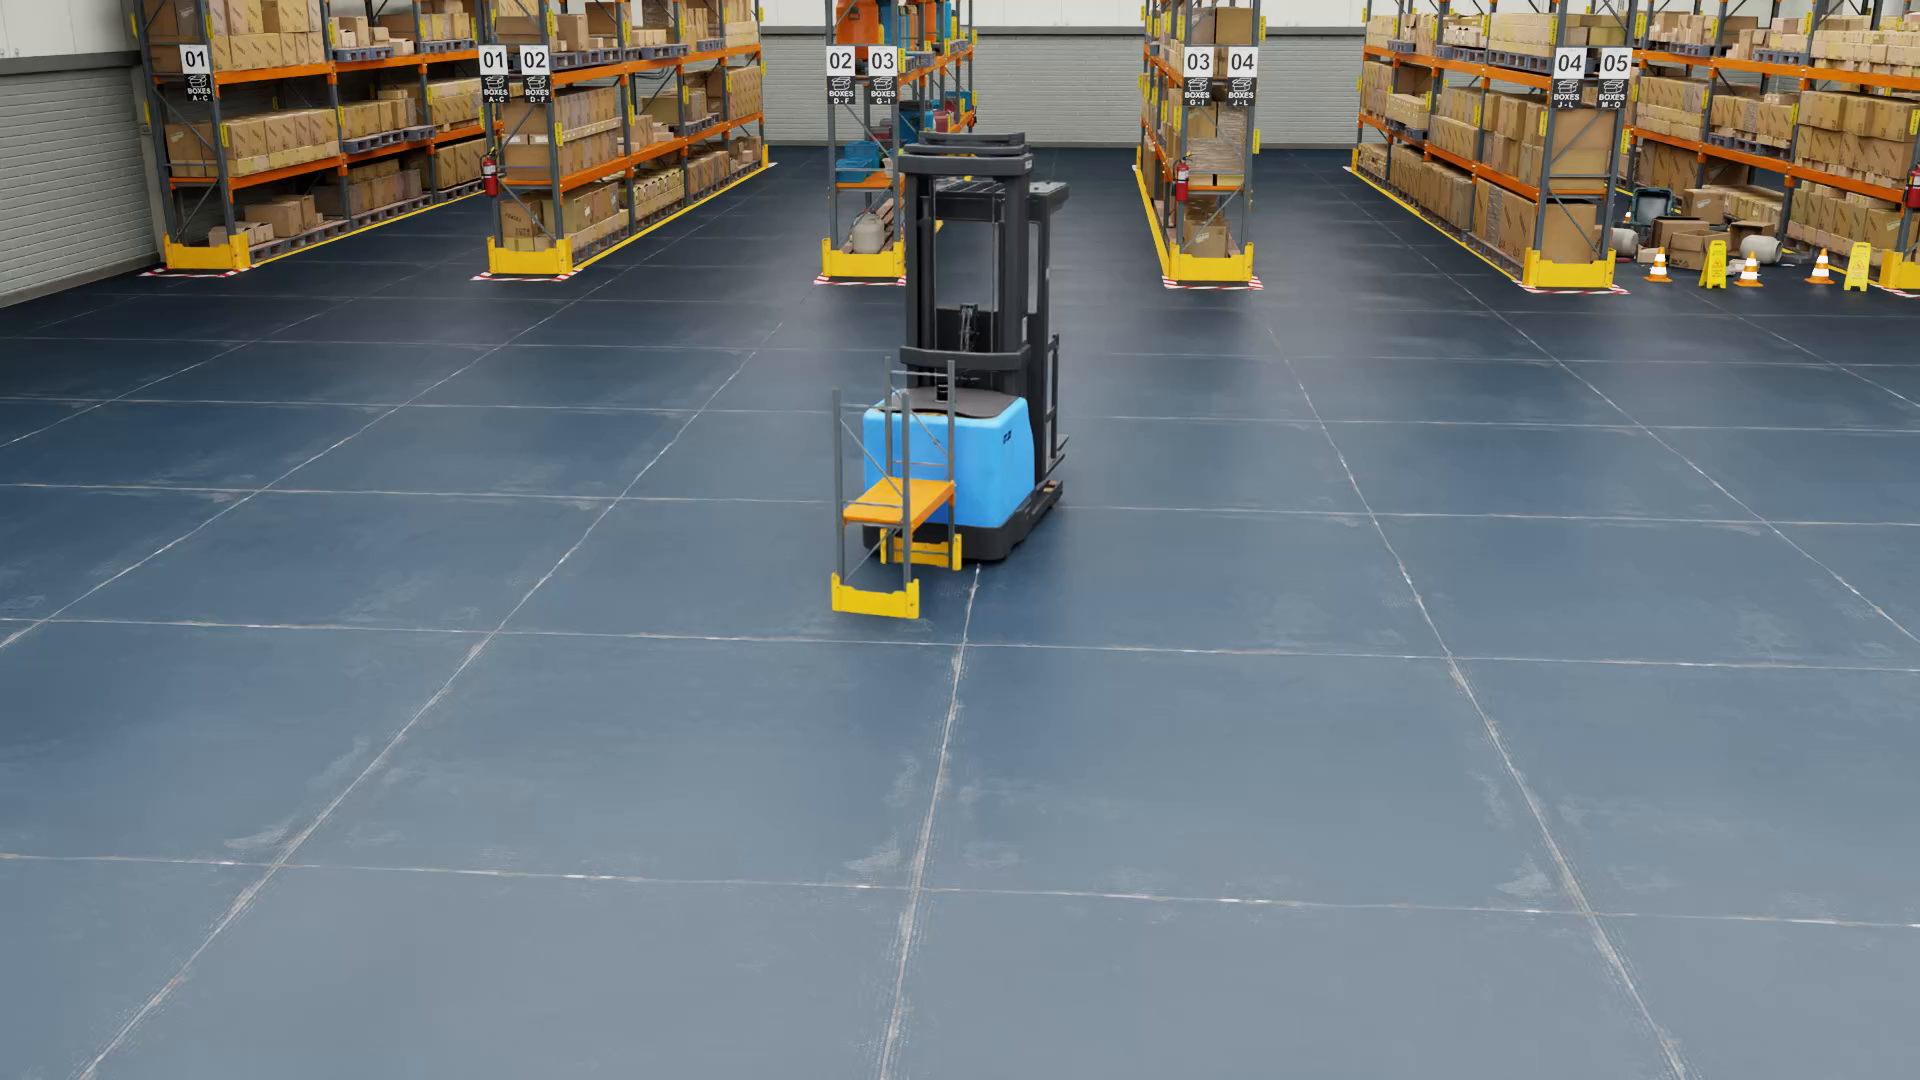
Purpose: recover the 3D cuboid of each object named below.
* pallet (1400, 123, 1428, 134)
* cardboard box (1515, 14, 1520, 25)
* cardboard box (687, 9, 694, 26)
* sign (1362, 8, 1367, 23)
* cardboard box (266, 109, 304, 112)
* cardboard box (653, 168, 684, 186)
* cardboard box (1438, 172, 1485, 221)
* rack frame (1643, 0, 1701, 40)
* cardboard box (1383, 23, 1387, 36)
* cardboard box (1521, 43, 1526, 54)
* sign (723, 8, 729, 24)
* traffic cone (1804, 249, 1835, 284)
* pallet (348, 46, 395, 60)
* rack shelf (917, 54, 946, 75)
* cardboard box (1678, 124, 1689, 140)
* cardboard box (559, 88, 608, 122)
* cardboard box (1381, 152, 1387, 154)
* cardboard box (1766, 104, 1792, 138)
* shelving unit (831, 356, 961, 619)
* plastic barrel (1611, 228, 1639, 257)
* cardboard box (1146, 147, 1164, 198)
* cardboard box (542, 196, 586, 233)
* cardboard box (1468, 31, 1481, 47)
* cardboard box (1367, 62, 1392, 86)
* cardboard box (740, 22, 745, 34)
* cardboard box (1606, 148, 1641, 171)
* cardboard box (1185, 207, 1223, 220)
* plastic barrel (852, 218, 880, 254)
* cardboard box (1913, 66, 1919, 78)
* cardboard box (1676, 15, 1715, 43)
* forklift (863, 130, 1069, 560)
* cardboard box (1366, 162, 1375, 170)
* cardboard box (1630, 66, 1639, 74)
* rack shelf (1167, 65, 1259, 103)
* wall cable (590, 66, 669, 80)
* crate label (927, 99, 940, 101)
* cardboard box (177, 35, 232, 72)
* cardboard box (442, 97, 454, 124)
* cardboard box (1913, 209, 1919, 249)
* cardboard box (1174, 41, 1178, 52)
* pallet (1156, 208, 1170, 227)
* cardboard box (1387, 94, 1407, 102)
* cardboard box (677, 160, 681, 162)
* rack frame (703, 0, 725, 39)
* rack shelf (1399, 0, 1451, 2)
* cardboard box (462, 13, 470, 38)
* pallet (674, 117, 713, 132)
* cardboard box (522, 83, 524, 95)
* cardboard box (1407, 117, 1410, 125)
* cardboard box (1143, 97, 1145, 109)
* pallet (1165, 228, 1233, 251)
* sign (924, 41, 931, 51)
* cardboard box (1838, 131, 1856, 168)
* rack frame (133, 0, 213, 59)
[{"bbox_3d":[9.195,-8.021,32.392,1.003,0.211,1.213,1,18,4],"label":"pallet"},{"bbox_3d":[8.333,-7.608,24.294,0.380,0.149,0.250,1,18,4],"label":"cardboard box"},{"bbox_3d":[-5.643,-10.254,33.086,0.600,0.600,0.600,1,18,2],"label":"cardboard box"},{"bbox_3d":[9.126,-11.834,37.499,0.100,0.325,0.005,1,18,4],"label":"sign"},{"bbox_3d":[-11.197,-6.881,27.610,0.500,0.500,0.500,1,18,3],"label":"cardboard box"},{"bbox_3d":[-5.519,-6.852,31.357,0.500,0.311,0.500,2,18,5],"label":"cardboard box"},{"bbox_3d":[8.834,-5.879,28.485,1.050,0.750,0.750,1,18,4],"label":"cardboard box"},{"bbox_3d":[14.325,-11.510,33.099,1.000,3.000,0.127,1,18,4],"label":"rack frame"},{"bbox_3d":[9.241,-10.803,35.194,0.500,0.250,0.500,2,18,6],"label":"cardboard box"},{"bbox_3d":[8.297,-7.070,23.934,0.380,0.149,0.250,1,18,4],"label":"cardboard box"},{"bbox_3d":[-4.886,-10.950,34.743,0.100,0.325,0.005,1,18,4],"label":"sign"},{"bbox_3d":[12.209,-3.889,23.549,0.336,0.463,0.334,1,18,4],"label":"traffic cone"},{"bbox_3d":[-10.733,-8.575,29.261,1.213,0.211,1.003,1,18,4],"label":"pallet"},{"bbox_3d":[-0.930,-8.211,29.003,1.077,0.370,4.000,1,18,4],"label":"rack shelf"},{"bbox_3d":[13.836,-7.668,31.247,0.500,0.250,0.500,2,18,5],"label":"cardboard box"},{"bbox_3d":[-6.074,-6.987,26.686,0.700,0.500,0.500,1,18,4],"label":"cardboard box"},{"bbox_3d":[9.232,-8.219,35.637,0.380,0.149,0.250,2,18,6],"label":"cardboard box"},{"bbox_3d":[13.590,-6.866,27.246,0.500,0.500,0.500,1,18,4],"label":"cardboard box"},{"bbox_3d":[-0.418,-0.380,11.173,0.587,1.500,1.083,5,19,15],"label":"shelving unit"},{"bbox_3d":[10.255,-4.643,25.913,0.512,0.421,0.421,17,25,41],"label":"plastic barrel"},{"bbox_3d":[4.224,-7.042,31.835,1.225,0.875,0.875,0,18,1],"label":"cardboard box"},{"bbox_3d":[-6.006,-4.942,25.225,0.500,0.500,0.500,1,18,4],"label":"cardboard box"},{"bbox_3d":[8.676,-8.243,27.352,0.500,0.250,0.500,1,18,3],"label":"cardboard box"},{"bbox_3d":[9.340,-10.354,36.962,0.500,0.500,0.500,2,18,6],"label":"cardboard box"},{"bbox_3d":[-5.040,-11.306,36.730,0.500,0.250,0.500,1,18,4],"label":"cardboard box"},{"bbox_3d":[14.607,-8.392,36.657,0.875,0.438,0.875,2,18,5],"label":"cardboard box"},{"bbox_3d":[3.799,-4.912,25.935,0.500,0.500,0.500,0,18,-1],"label":"cardboard box"},{"bbox_3d":[-1.389,-4.488,24.622,0.421,0.512,0.421,0,18,0],"label":"plastic barrel"},{"bbox_3d":[13.211,-6.355,22.588,0.380,0.149,0.250,1,18,4],"label":"cardboard box"},{"bbox_3d":[13.875,-9.643,31.384,0.500,0.500,0.500,1,18,4],"label":"cardboard box"},{"bbox_3d":[0.199,-1.671,12.816,1.130,2.935,3.031,5,19,15],"label":"forklift"},{"bbox_3d":[9.207,-8.276,36.766,0.380,0.149,0.250,0,18,1],"label":"cardboard box"},{"bbox_3d":[14.184,-9.829,34.793,0.380,0.149,0.250,1,18,3],"label":"cardboard box"},{"bbox_3d":[3.723,-6.858,24.874,1.077,0.370,4.000,1,18,4],"label":"rack shelf"},{"bbox_3d":[-9.333,-13.578,44.397,3.097,2.526,0.112,1,18,4],"label":"wall cable"},{"bbox_3d":[-0.559,-10.113,38.642,0.416,0.233,0.303,1,18,4],"label":"crate label"},{"bbox_3d":[-10.968,-7.066,24.160,0.500,0.500,0.500,2,18,5],"label":"cardboard box"},{"bbox_3d":[-10.331,-8.476,32.802,0.500,0.500,0.500,2,18,6],"label":"cardboard box"},{"bbox_3d":[13.799,-4.433,23.673,0.500,0.500,0.500,1,18,2],"label":"cardboard box"},{"bbox_3d":[3.464,-7.520,25.338,0.380,0.149,0.250,1,18,3],"label":"cardboard box"},{"bbox_3d":[4.006,-5.693,29.457,1.003,0.211,1.213,1,18,4],"label":"pallet"},{"bbox_3d":[8.893,-8.989,33.813,0.380,0.149,0.250,2,18,7],"label":"cardboard box"},{"bbox_3d":[-5.857,-7.338,33.309,0.500,0.500,0.500,1,18,2],"label":"cardboard box"},{"bbox_3d":[-5.440,-11.954,34.452,1.000,3.000,0.127,1,18,4],"label":"rack frame"},{"bbox_3d":[9.237,-10.436,31.619,1.077,0.370,4.000,1,18,4],"label":"rack shelf"},{"bbox_3d":[-10.554,-10.623,34.342,0.700,0.500,0.500,0,18,1],"label":"cardboard box"},{"bbox_3d":[-5.592,-8.373,33.468,1.003,0.211,1.213,1,18,4],"label":"pallet"},{"bbox_3d":[-10.226,-9.976,37.568,0.980,0.700,0.700,0,18,1],"label":"cardboard box"},{"bbox_3d":[8.730,-7.974,31.670,0.380,0.149,0.250,1,18,3],"label":"cardboard box"},{"bbox_3d":[4.353,-9.732,37.070,0.500,0.250,0.500,1,18,2],"label":"cardboard box"},{"bbox_3d":[3.854,-4.861,26.920,1.003,0.211,1.213,1,18,4],"label":"pallet"},{"bbox_3d":[-0.525,-7.920,26.946,0.100,0.325,0.005,1,18,4],"label":"sign"},{"bbox_3d":[13.364,-5.764,24.557,0.500,0.500,0.500,1,18,5],"label":"cardboard box"},{"bbox_3d":[-11.242,-8.336,23.412,1.000,3.000,0.127,1,18,4],"label":"rack frame"}]
